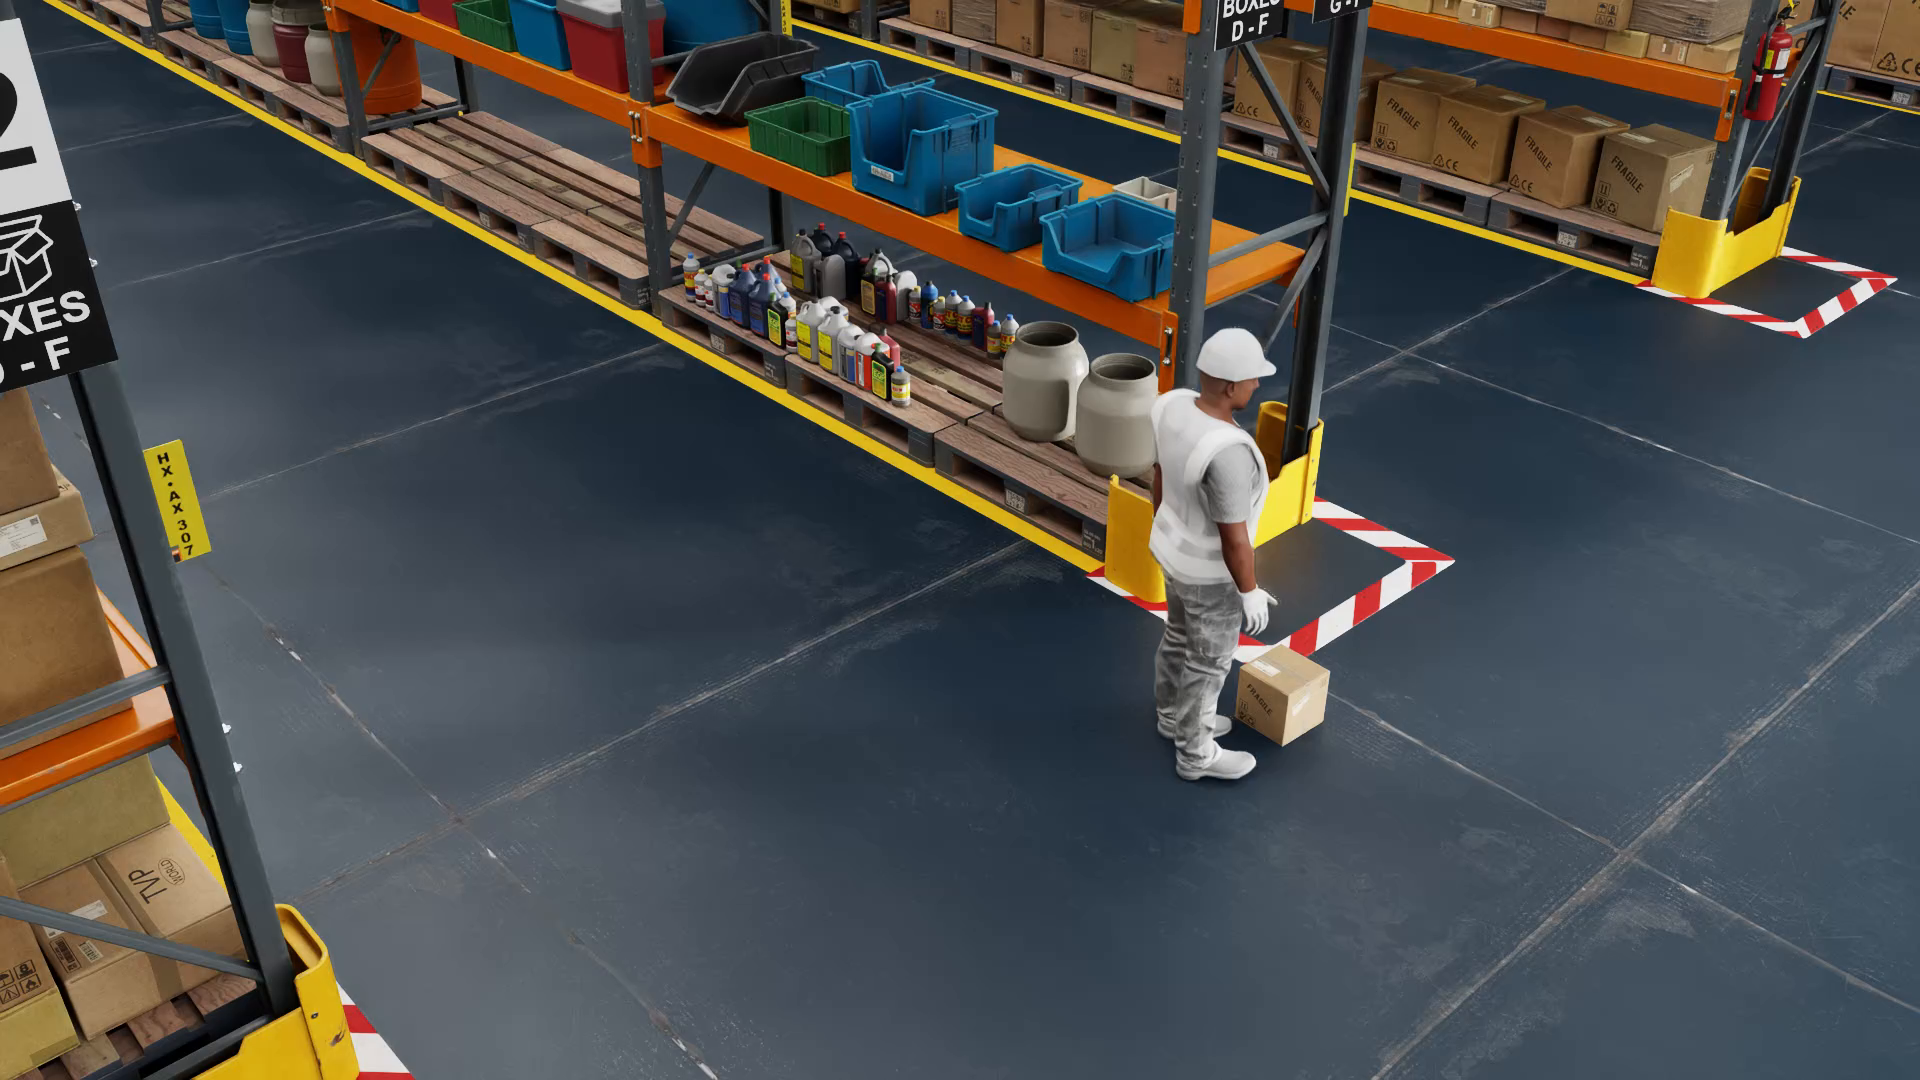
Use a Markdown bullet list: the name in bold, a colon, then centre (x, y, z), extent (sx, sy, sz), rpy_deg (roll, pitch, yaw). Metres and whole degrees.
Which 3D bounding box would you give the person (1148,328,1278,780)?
- **person**: centre (0.913, 0.077, 5.973), extent (0.426, 1.801, 0.622), rpy_deg (-9, 32, -14)
